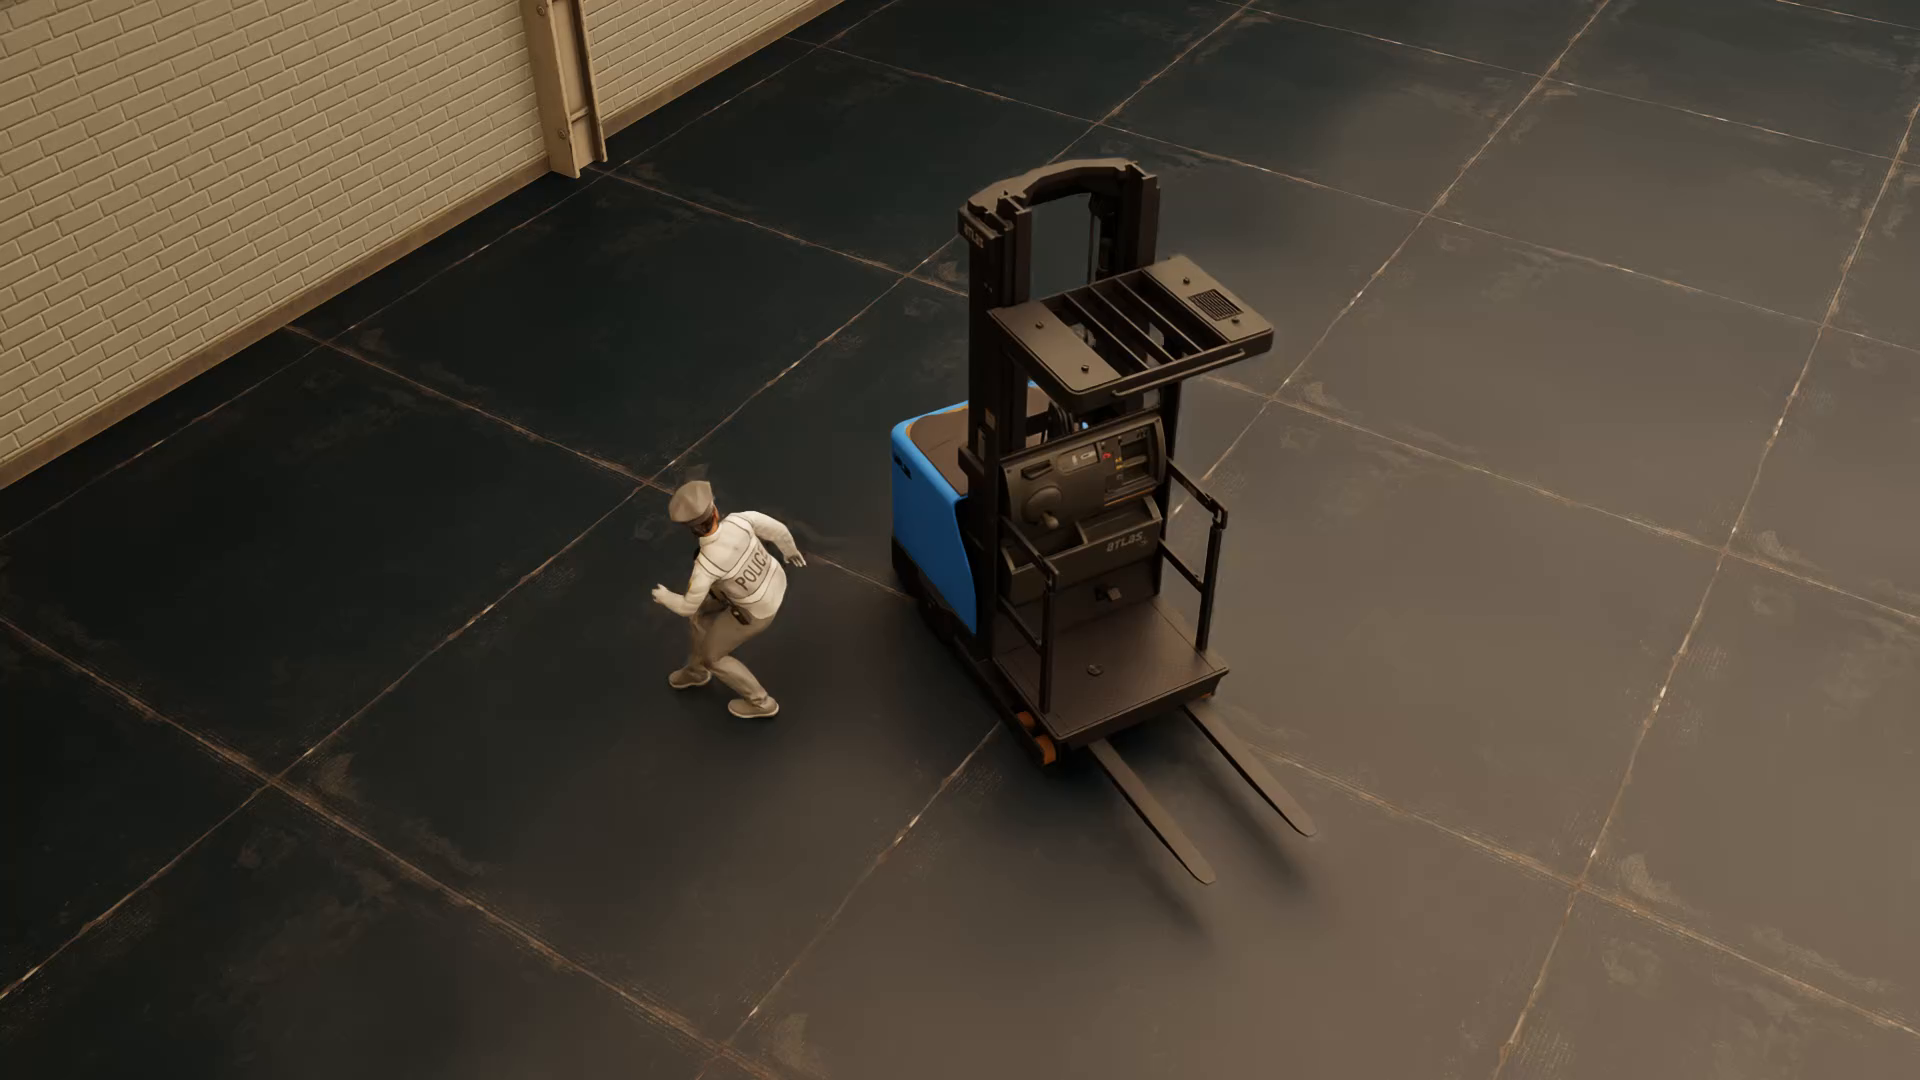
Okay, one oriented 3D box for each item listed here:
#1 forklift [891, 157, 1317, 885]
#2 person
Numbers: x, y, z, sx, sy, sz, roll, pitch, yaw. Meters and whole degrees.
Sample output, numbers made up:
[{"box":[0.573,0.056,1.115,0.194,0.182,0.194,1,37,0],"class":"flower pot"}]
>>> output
[{"box":[0.743,-0.261,8.275,1.130,2.935,3.031,-19,44,-21],"class":"forklift"},{"box":[-1.259,0.252,8.797,0.729,1.502,0.700,10,41,12],"class":"person"}]
